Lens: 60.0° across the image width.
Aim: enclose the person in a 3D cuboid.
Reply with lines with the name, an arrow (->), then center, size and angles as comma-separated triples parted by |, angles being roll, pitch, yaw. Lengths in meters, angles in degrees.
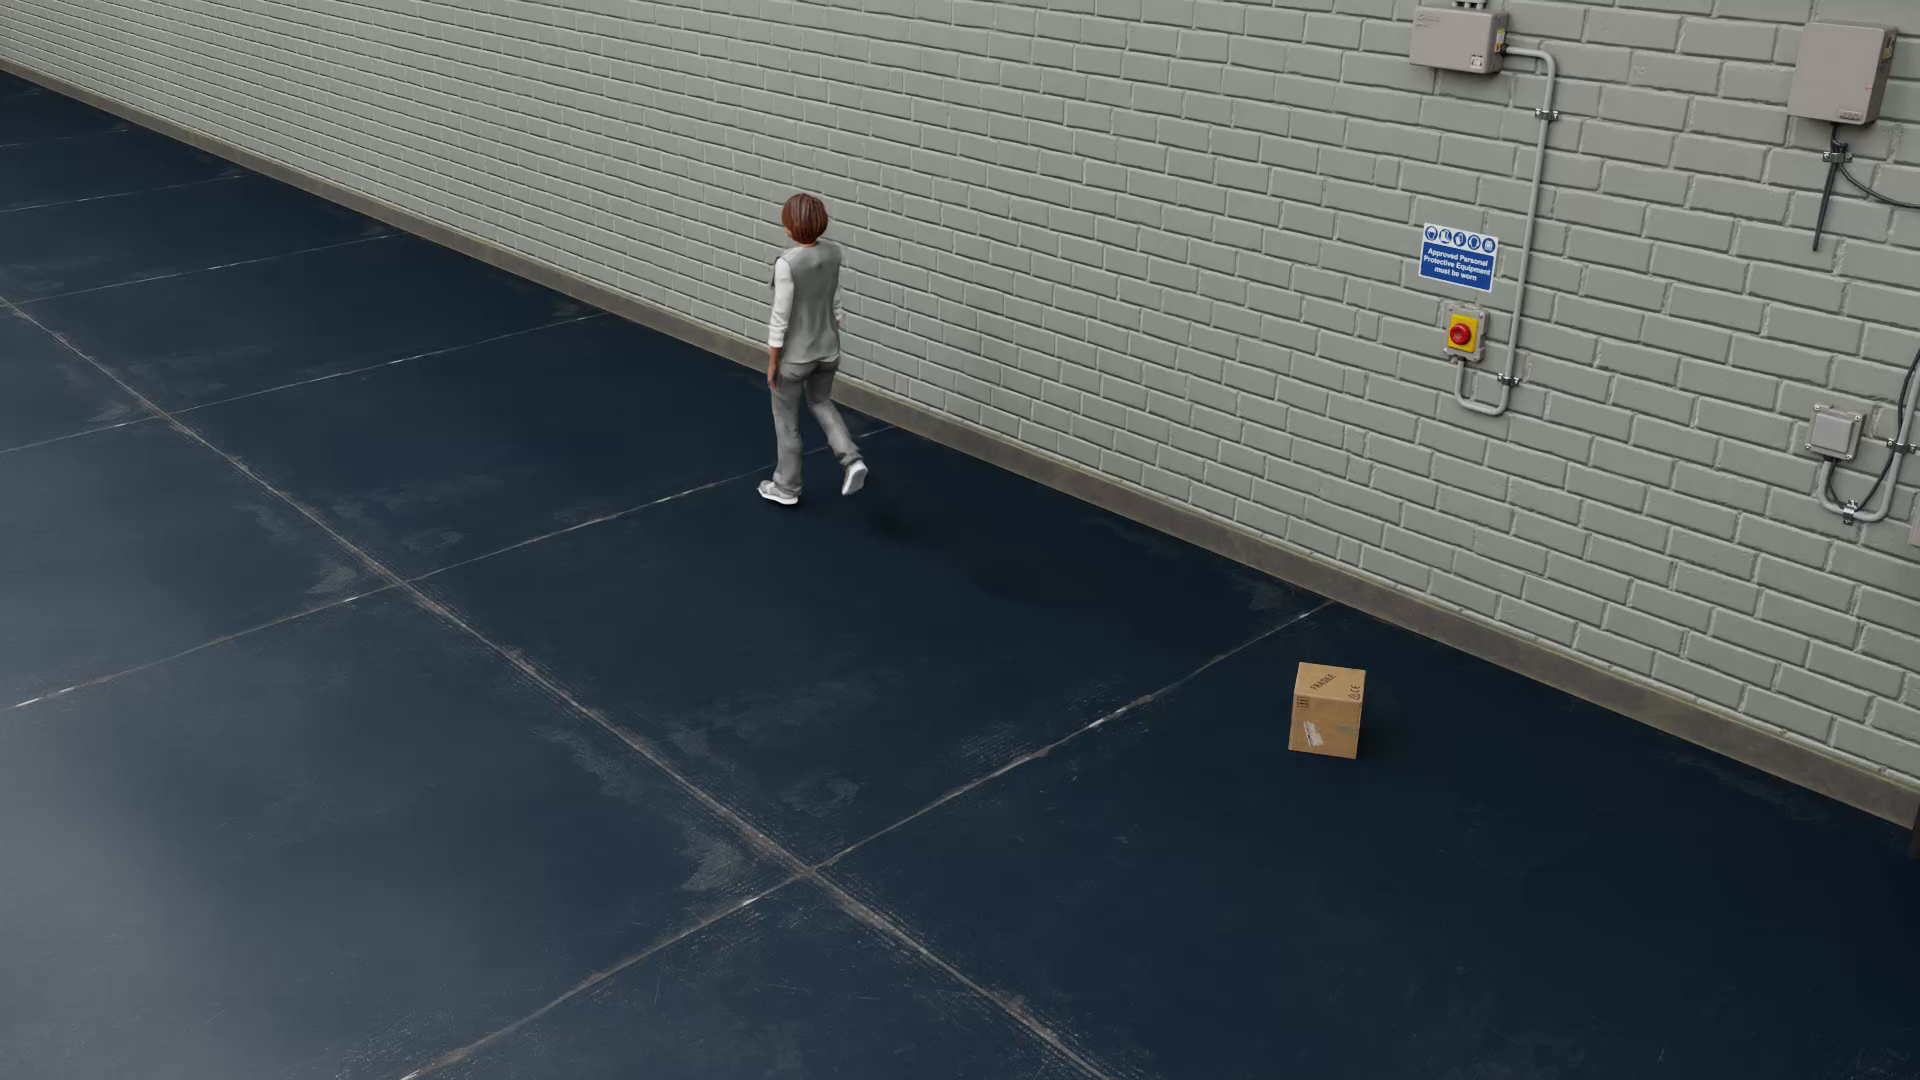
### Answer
person -> -0.753, -0.895, 8.015 | 0.447, 1.589, 0.629 | -20, 32, -37
